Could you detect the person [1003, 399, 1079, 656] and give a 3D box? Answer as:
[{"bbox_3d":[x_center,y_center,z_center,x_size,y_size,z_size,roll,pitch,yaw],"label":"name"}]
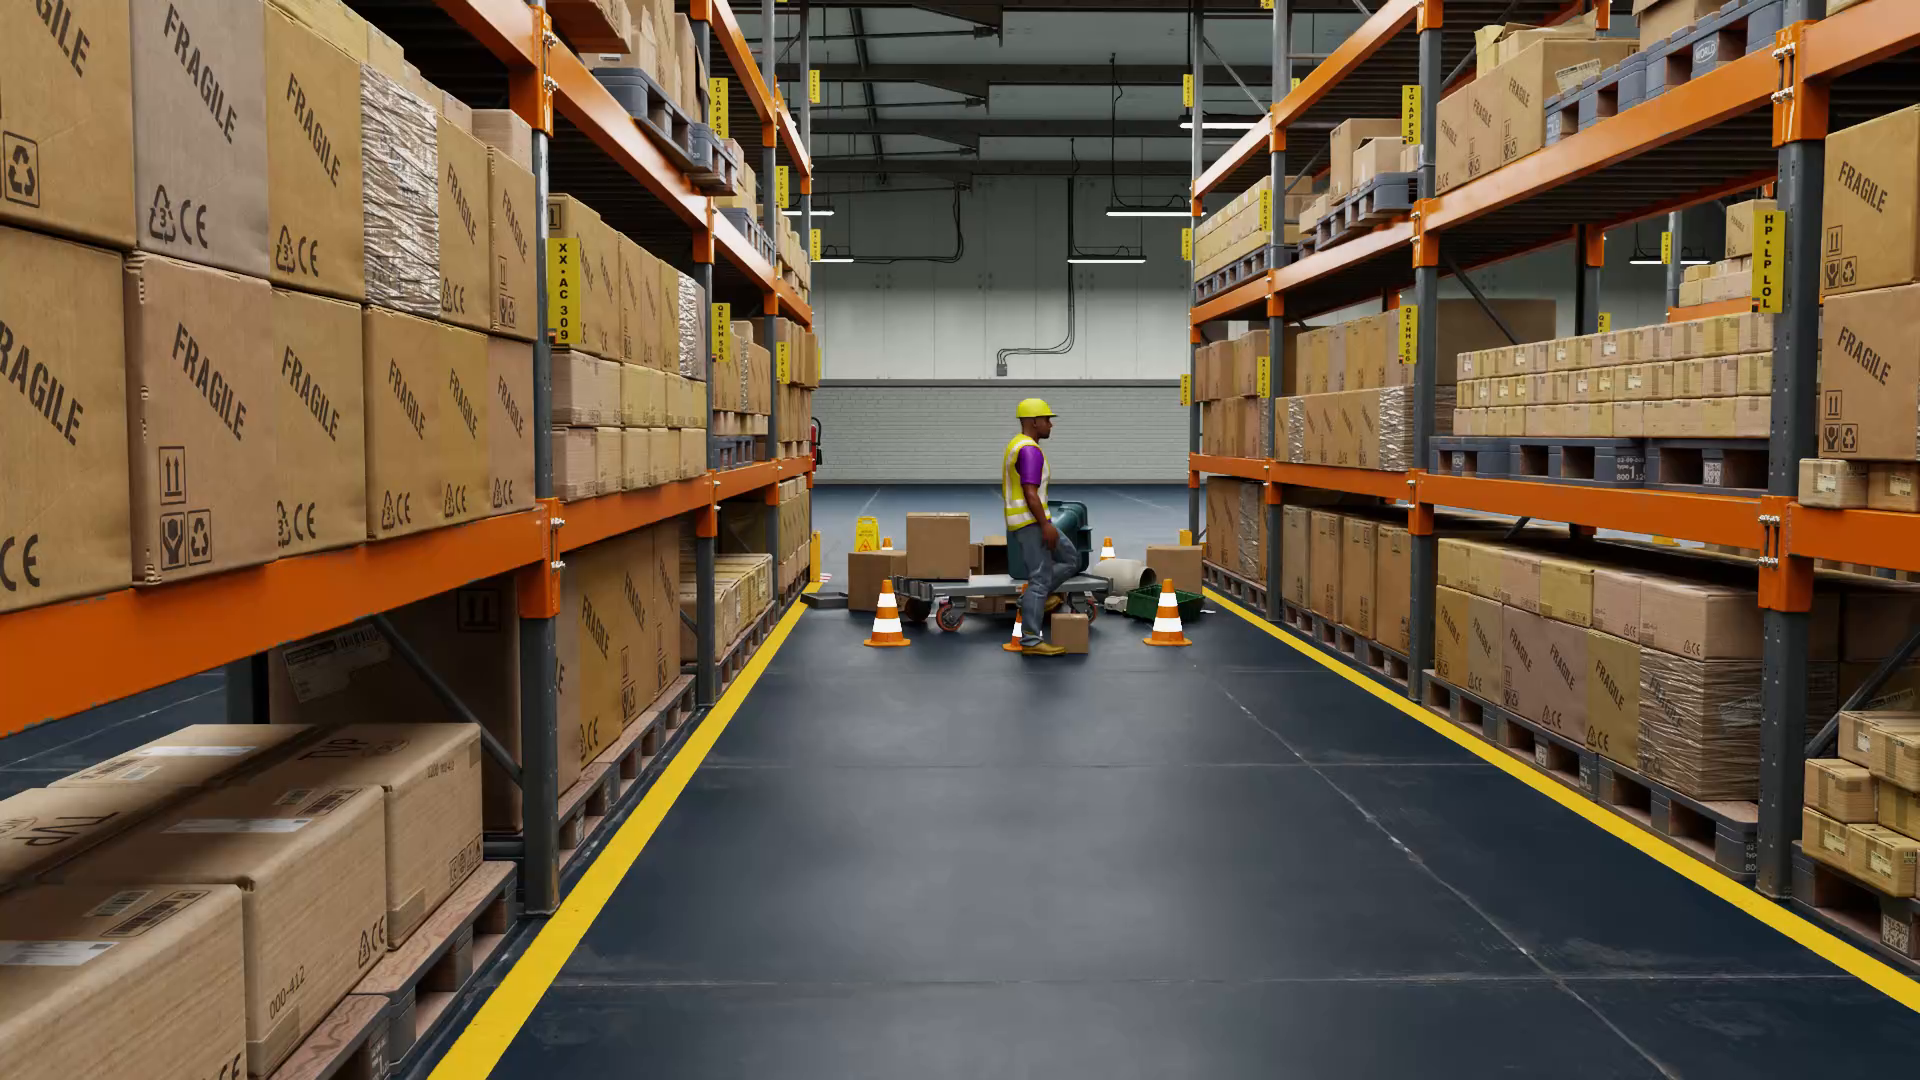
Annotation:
[{"bbox_3d":[0.572,-0.097,11.569,0.550,1.764,0.628,0,4,-1],"label":"person"}]
